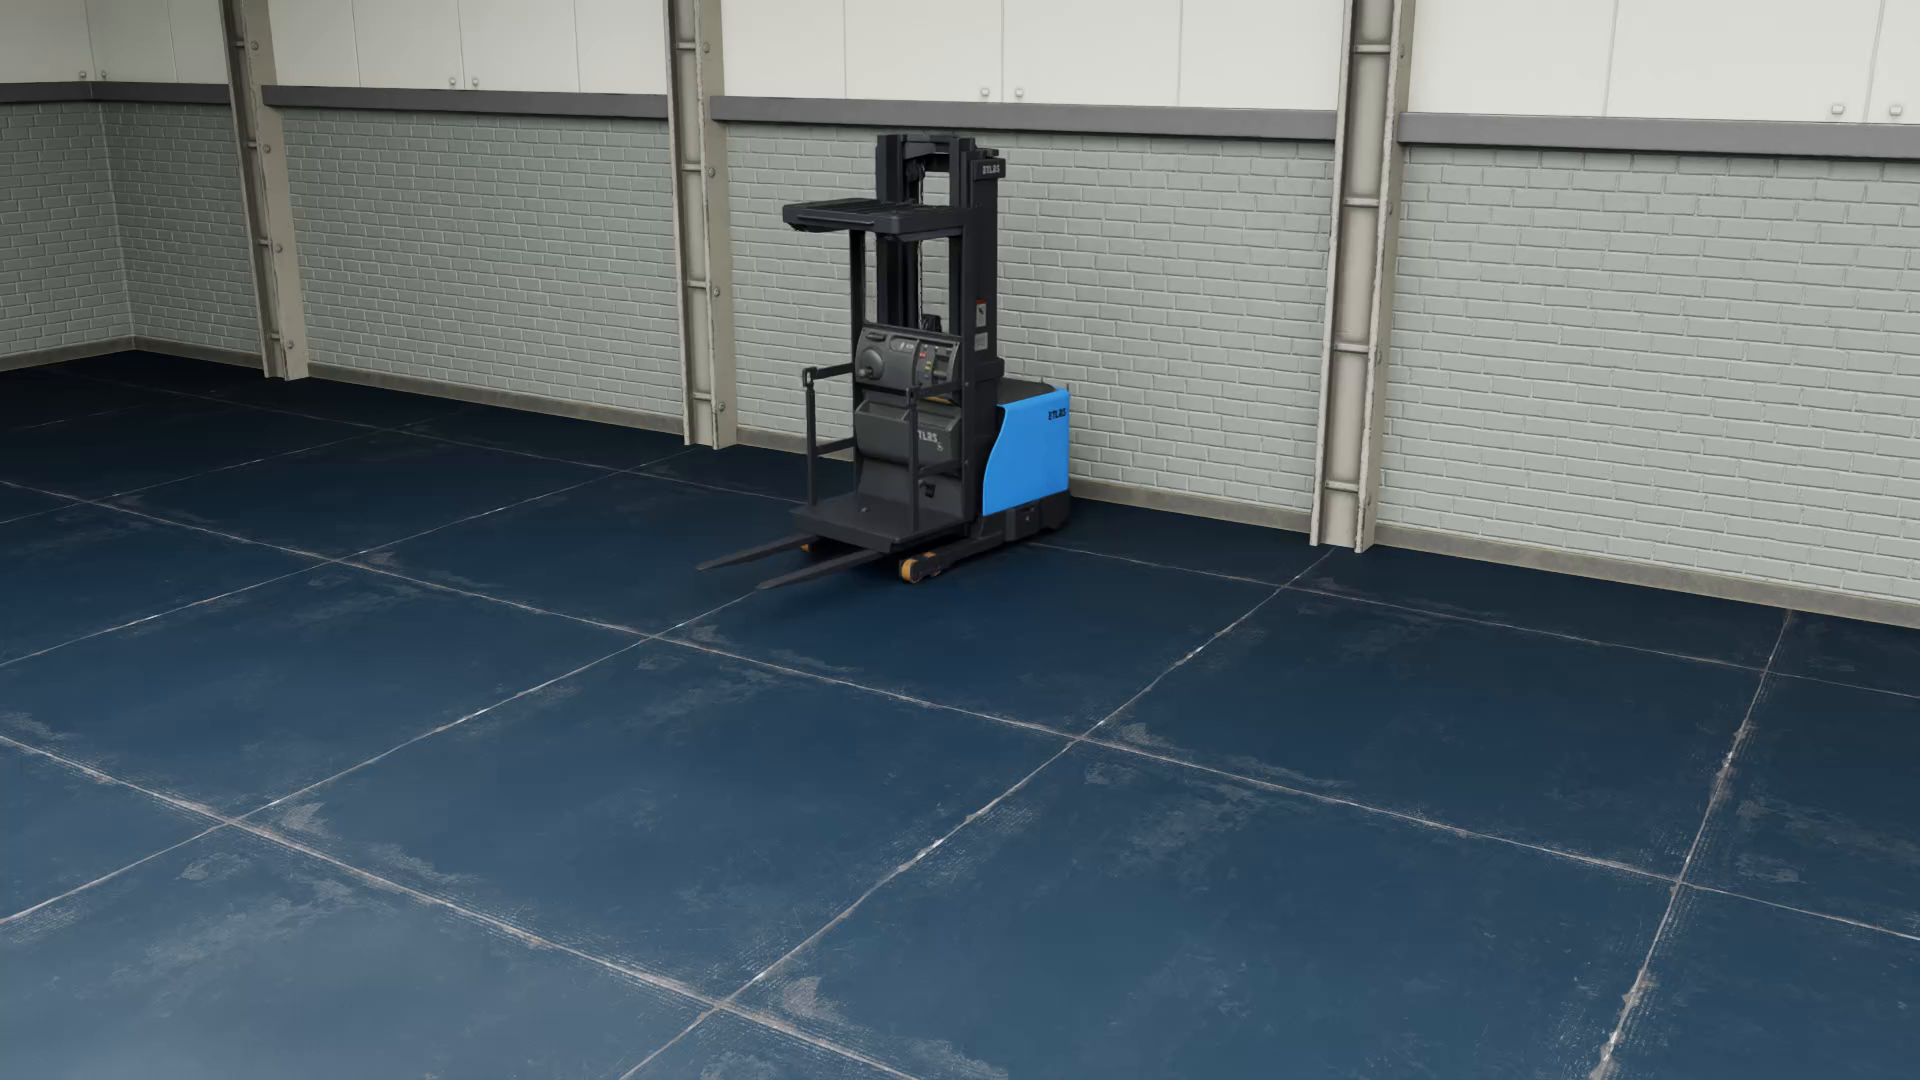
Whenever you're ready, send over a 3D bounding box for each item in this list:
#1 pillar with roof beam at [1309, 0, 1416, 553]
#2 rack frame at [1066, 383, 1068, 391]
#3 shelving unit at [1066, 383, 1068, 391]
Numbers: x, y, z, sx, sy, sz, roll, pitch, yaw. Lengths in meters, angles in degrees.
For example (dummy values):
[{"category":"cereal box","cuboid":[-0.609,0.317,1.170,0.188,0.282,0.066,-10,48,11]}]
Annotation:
[{"category":"pillar with roof beam","cuboid":[0.574,-3.214,7.479,0.400,9.000,9.100,10,20,30]},{"category":"rack frame","cuboid":[0.762,-0.682,12.820,0.008,1.050,0.200,14,22,39]},{"category":"shelving unit","cuboid":[0.671,-0.705,12.897,0.249,1.050,0.215,14,22,39]}]
